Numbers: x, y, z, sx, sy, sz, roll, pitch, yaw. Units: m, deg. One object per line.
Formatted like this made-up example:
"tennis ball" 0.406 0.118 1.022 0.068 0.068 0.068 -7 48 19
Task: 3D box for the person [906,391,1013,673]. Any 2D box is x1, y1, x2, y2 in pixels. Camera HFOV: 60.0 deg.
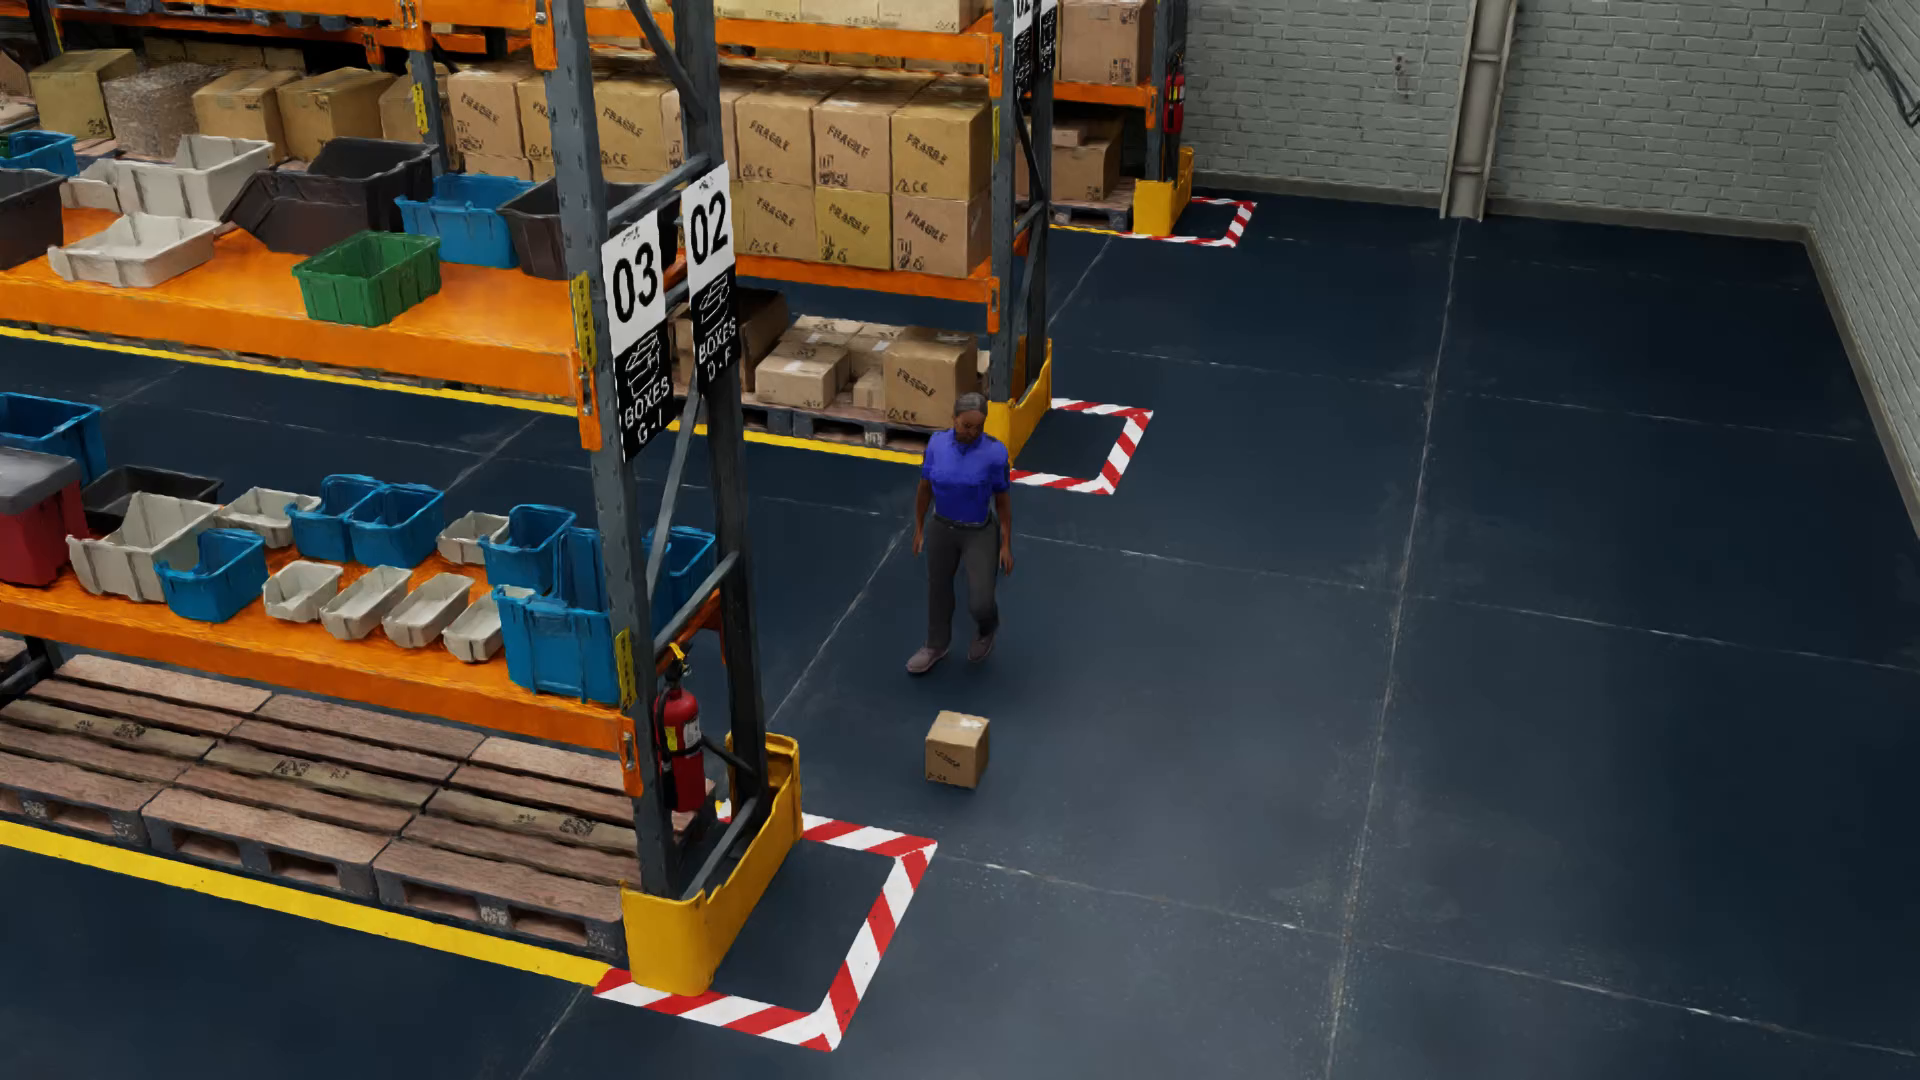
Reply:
"person" 0.024 -0.044 8.550 0.570 1.645 0.459 10 31 17
